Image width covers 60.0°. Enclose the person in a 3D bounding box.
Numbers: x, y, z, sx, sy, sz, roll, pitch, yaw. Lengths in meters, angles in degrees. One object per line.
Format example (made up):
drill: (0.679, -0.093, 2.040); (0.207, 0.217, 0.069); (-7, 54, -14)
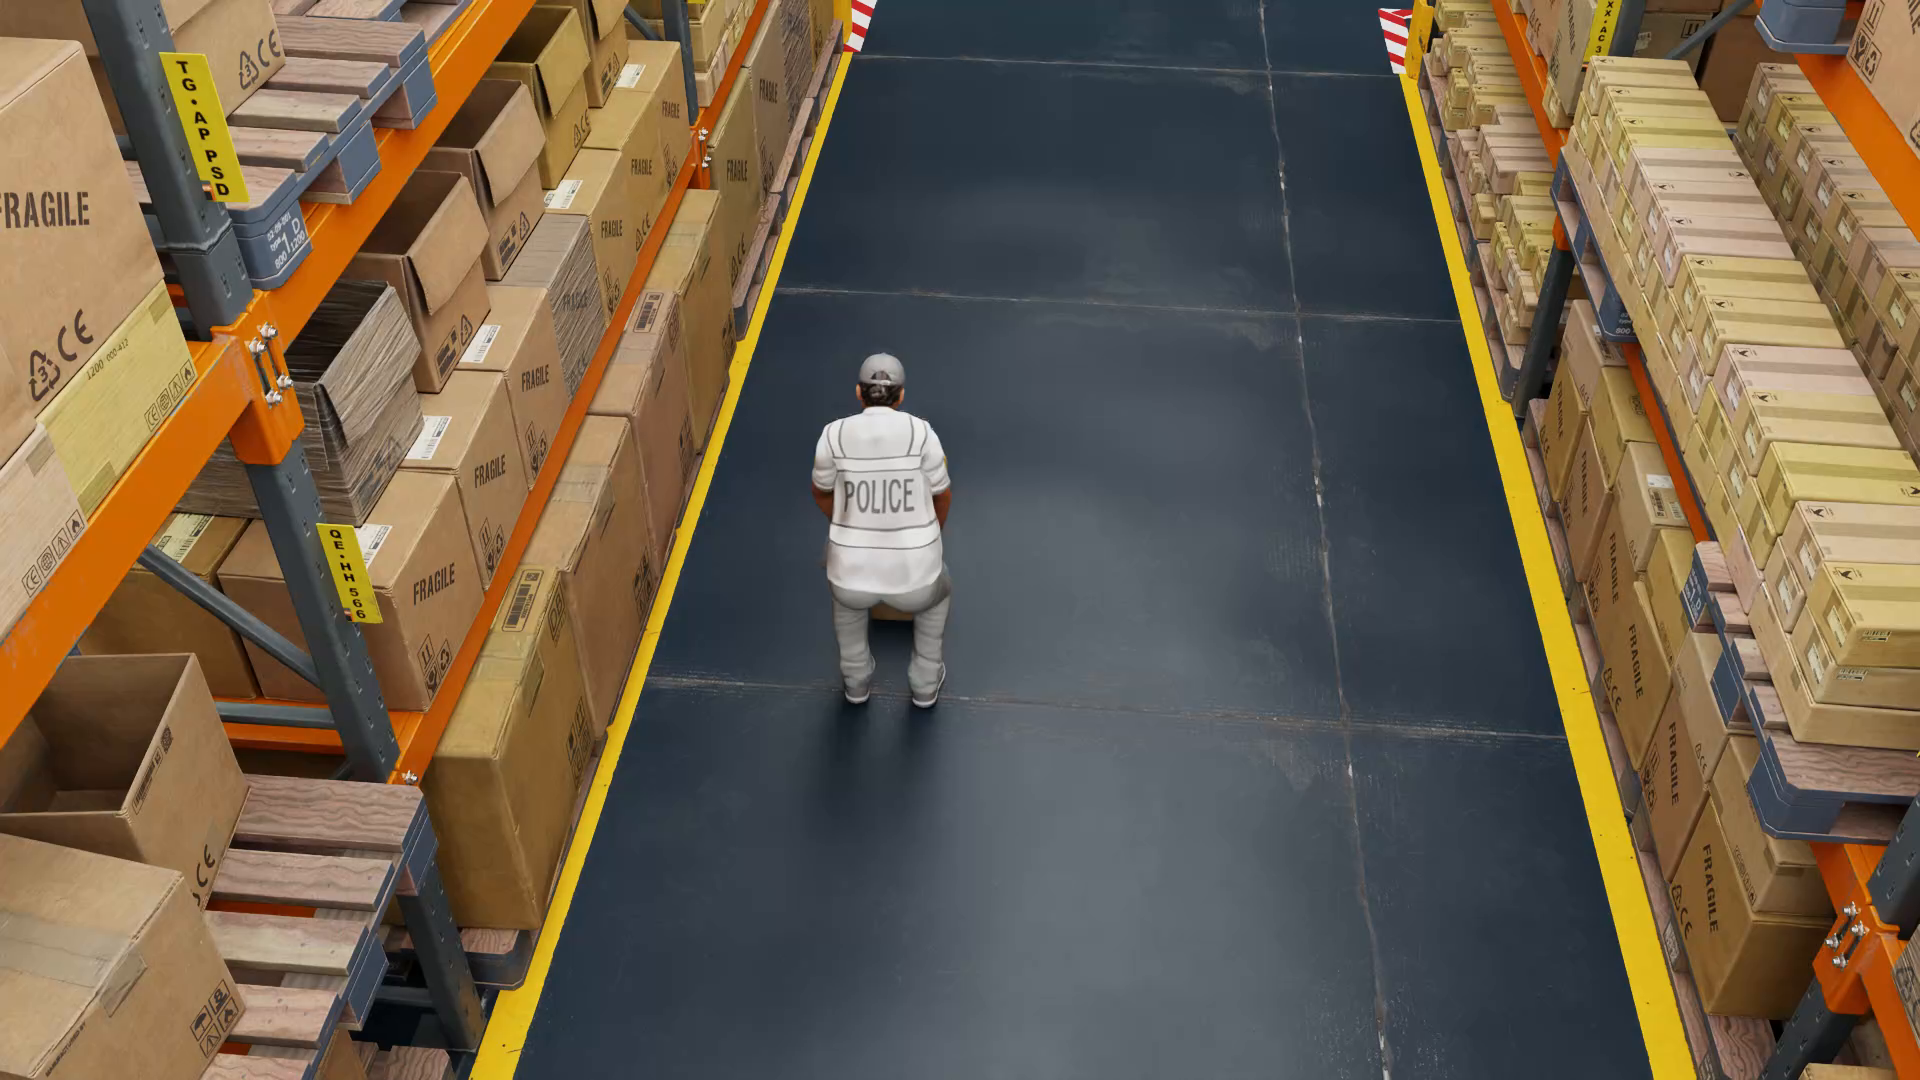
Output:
person: (-0.304, 0.014, 6.347); (0.535, 1.406, 0.710); (3, 40, 4)
